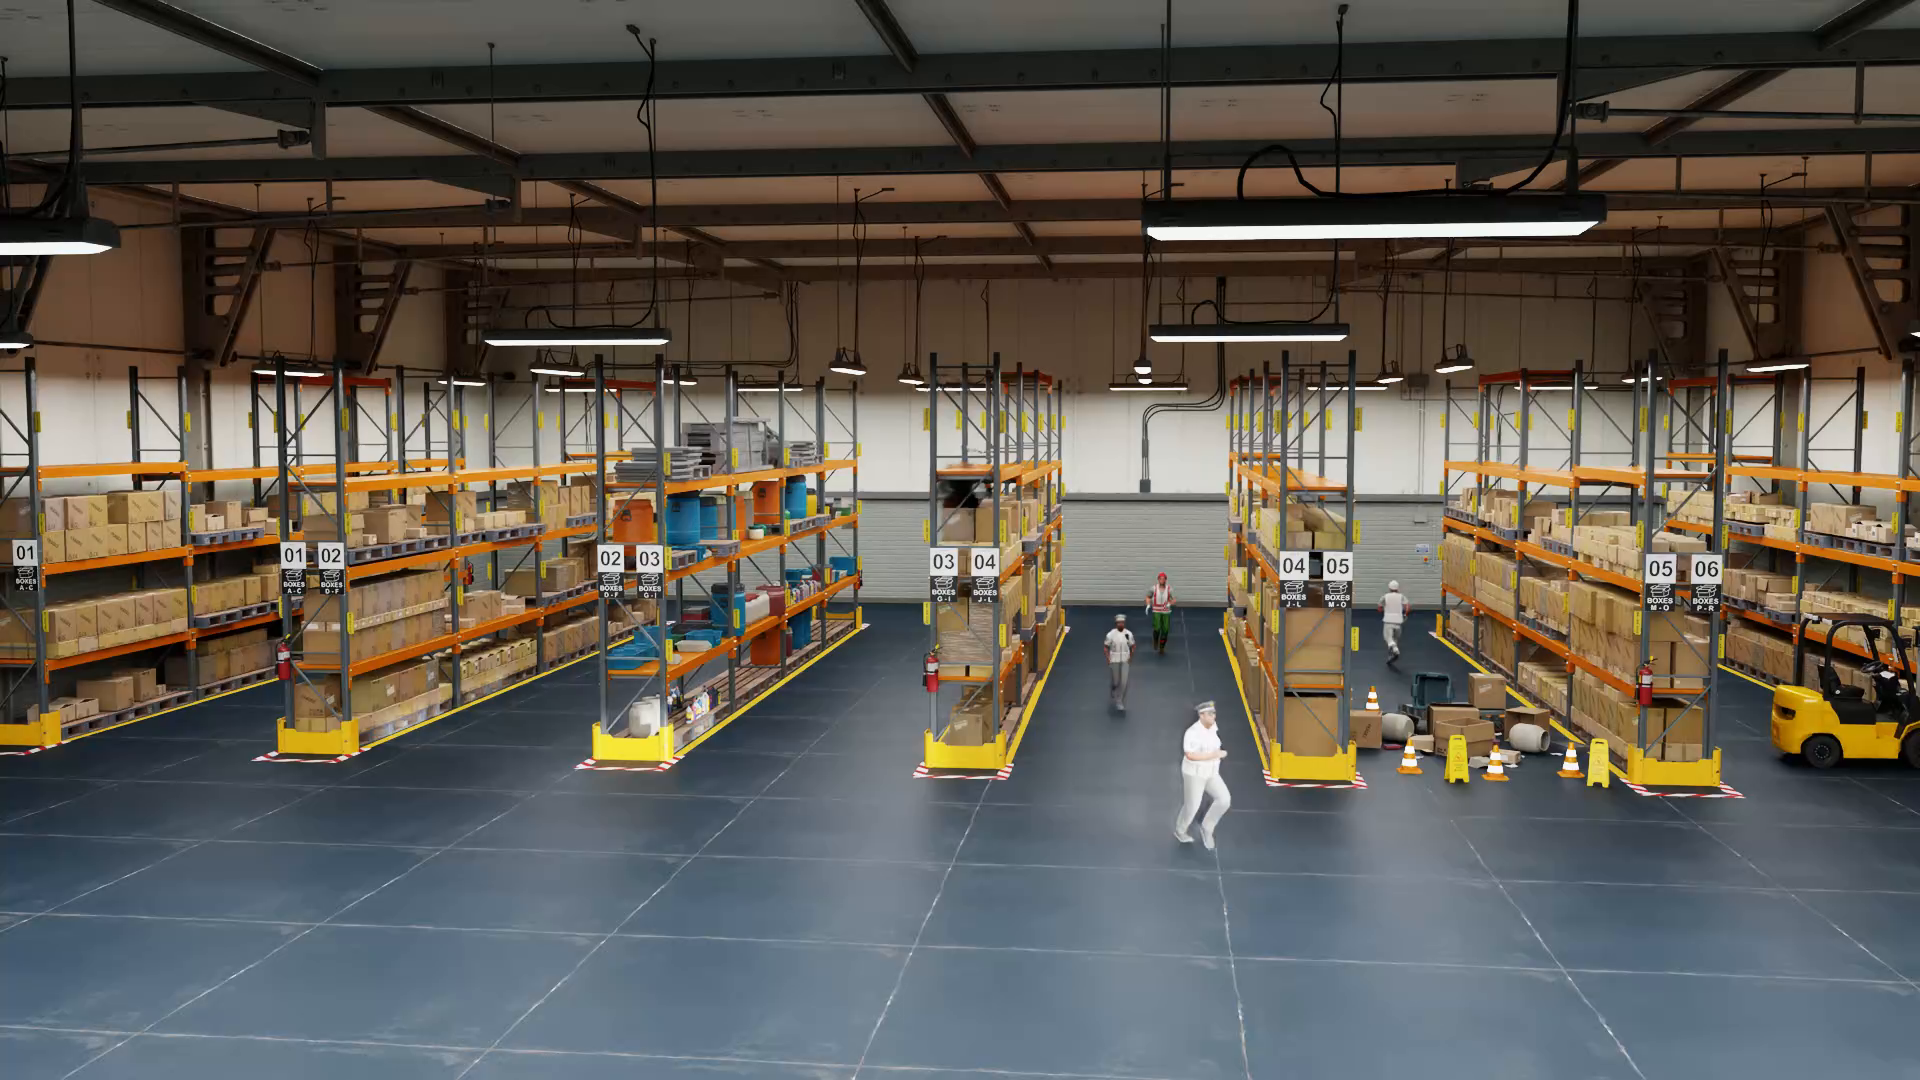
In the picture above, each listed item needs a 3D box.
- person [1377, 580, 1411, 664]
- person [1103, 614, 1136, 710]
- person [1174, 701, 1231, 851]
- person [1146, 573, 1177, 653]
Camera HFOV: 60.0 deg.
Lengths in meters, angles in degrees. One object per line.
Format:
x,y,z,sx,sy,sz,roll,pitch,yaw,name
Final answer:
8.832,1.726,33.947,0.626,1.801,1.150,0,4,0,person
2.812,2.124,29.194,0.582,1.665,0.517,0,4,-2,person
2.841,2.747,19.485,0.693,1.780,0.834,-3,5,-41,person
4.348,1.579,35.895,0.664,1.739,0.603,0,4,2,person
